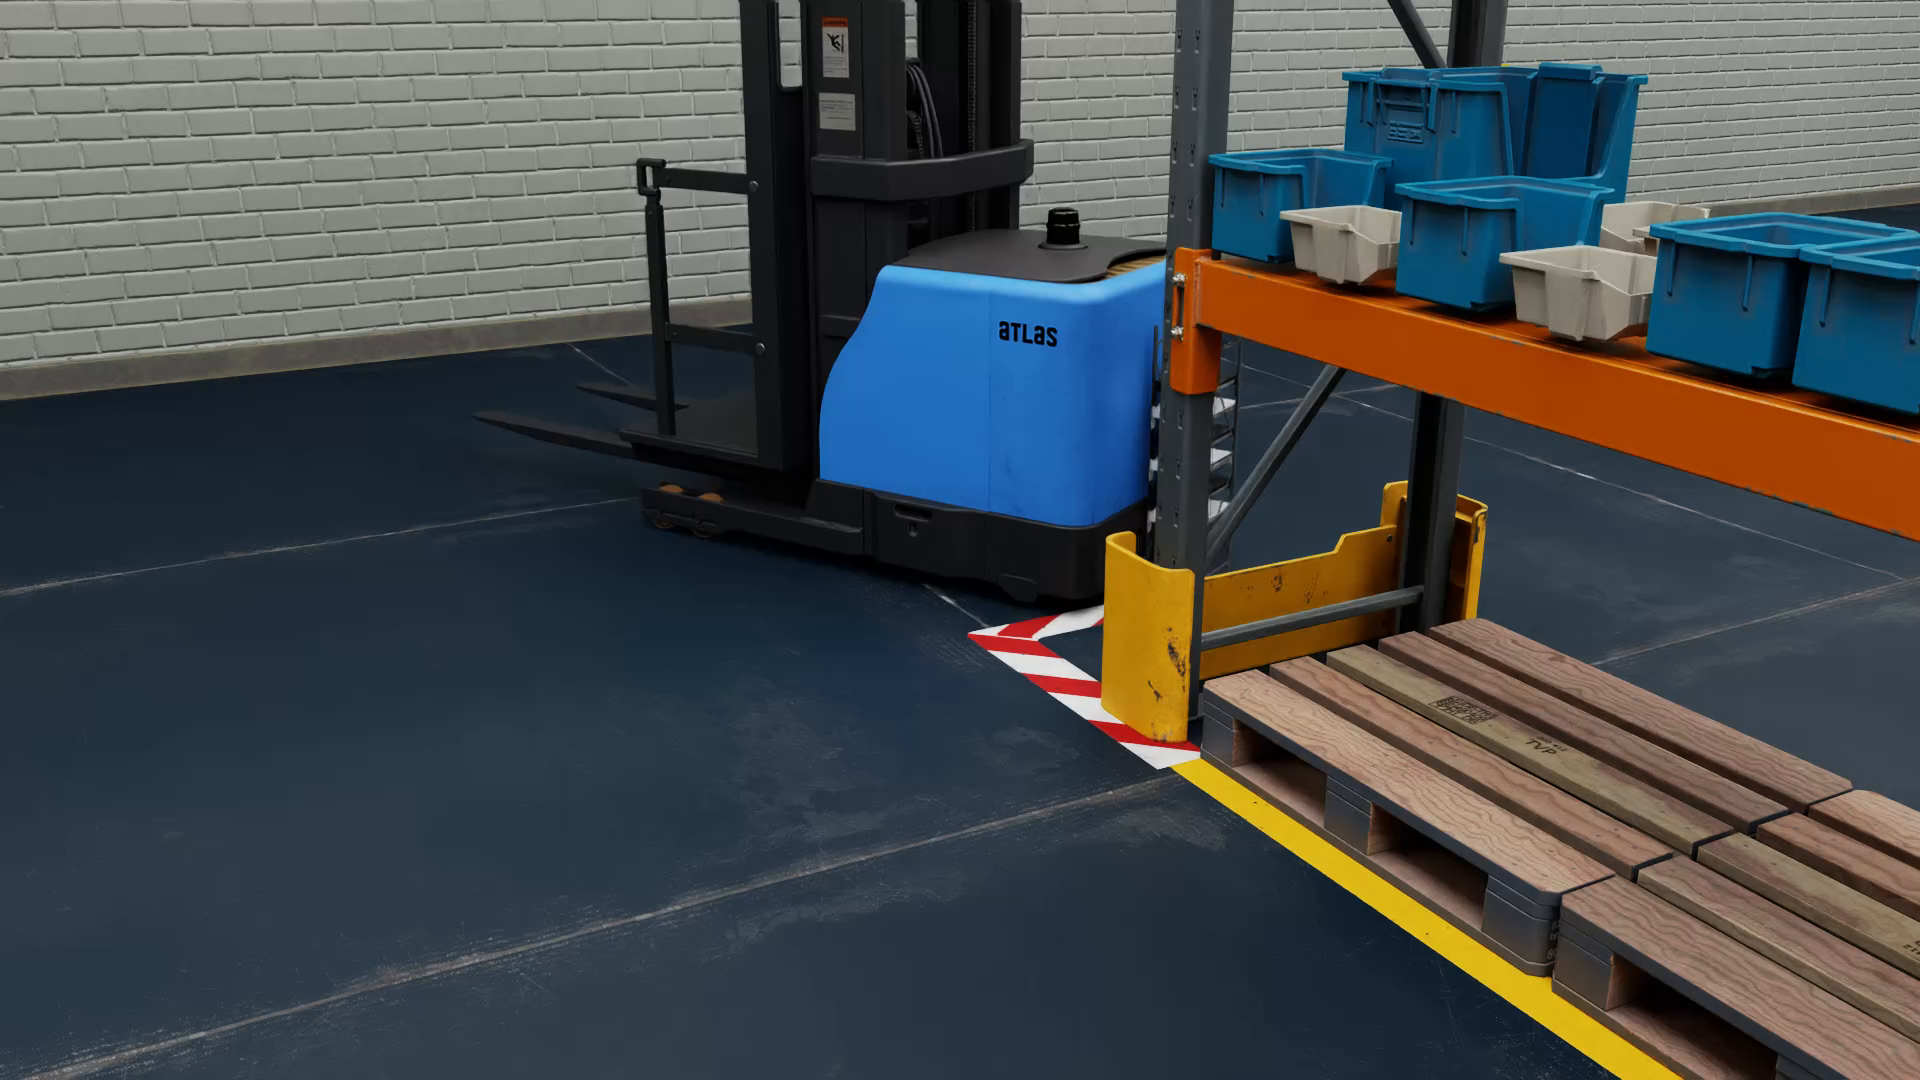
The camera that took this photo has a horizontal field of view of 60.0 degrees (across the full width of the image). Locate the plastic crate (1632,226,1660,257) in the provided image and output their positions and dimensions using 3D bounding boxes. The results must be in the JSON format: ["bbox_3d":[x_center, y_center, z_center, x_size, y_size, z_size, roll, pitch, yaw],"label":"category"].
[{"bbox_3d":[1.671,-0.603,3.592,0.396,0.136,0.243,-10,21,-27],"label":"plastic crate"}]

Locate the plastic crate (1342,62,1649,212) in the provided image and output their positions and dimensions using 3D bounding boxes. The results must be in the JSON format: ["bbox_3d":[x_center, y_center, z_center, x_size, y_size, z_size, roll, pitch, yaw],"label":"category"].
[{"bbox_3d":[1.323,-0.969,4.194,0.616,0.435,0.499,-10,21,-27],"label":"plastic crate"}]

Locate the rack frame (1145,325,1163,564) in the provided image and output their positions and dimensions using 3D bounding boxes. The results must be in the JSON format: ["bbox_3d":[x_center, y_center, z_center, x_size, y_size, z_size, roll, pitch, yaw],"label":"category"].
[{"bbox_3d":[0.695,-0.298,5.615,0.006,0.900,0.240,12,22,31],"label":"rack frame"}]

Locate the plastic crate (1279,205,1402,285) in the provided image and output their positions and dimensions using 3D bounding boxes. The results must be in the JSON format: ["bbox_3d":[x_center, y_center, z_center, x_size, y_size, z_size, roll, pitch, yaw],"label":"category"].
[{"bbox_3d":[0.906,-0.668,3.780,0.250,0.136,0.298,-10,21,-27],"label":"plastic crate"}]

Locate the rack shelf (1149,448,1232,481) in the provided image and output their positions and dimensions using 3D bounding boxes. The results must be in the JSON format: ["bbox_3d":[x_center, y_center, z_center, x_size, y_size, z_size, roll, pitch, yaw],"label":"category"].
[{"bbox_3d":[0.780,-0.249,5.575,0.200,0.077,0.258,12,22,31],"label":"rack shelf"}]

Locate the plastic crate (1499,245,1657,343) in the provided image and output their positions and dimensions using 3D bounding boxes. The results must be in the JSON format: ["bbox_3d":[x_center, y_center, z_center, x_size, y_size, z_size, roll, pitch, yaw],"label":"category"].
[{"bbox_3d":[1.228,-0.473,3.216,0.250,0.136,0.298,-10,21,-27],"label":"plastic crate"}]

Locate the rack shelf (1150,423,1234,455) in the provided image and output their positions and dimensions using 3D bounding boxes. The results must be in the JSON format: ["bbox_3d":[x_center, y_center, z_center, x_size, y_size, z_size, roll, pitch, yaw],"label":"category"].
[{"bbox_3d":[0.780,-0.334,5.545,0.200,0.077,0.258,12,22,31],"label":"rack shelf"}]

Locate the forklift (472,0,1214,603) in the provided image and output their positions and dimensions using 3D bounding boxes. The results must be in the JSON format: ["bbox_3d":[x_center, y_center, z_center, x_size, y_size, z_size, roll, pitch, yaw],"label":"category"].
[{"bbox_3d":[-0.594,-1.524,6.054,3.031,2.935,1.130,12,22,31],"label":"forklift"}]

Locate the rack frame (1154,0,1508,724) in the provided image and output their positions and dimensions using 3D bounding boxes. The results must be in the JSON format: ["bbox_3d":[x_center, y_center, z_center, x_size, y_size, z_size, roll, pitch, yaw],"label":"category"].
[{"bbox_3d":[0.999,-0.991,4.404,1.000,3.000,0.127,-10,21,-27],"label":"rack frame"}]

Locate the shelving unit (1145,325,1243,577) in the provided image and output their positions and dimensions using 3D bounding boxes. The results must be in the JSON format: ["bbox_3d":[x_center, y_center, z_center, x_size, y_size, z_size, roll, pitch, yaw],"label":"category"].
[{"bbox_3d":[0.780,-0.280,5.564,0.210,0.900,0.258,12,22,31],"label":"shelving unit"}]

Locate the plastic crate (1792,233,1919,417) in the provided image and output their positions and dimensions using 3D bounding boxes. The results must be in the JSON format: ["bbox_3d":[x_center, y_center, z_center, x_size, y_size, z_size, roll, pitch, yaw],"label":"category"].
[{"bbox_3d":[1.594,-0.354,2.723,0.416,0.233,0.300,-10,21,-27],"label":"plastic crate"}]

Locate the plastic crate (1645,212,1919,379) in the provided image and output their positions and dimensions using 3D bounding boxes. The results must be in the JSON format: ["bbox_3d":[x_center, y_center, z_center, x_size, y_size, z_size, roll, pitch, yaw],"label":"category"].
[{"bbox_3d":[1.452,-0.440,2.973,0.416,0.233,0.300,-10,21,-27],"label":"plastic crate"}]

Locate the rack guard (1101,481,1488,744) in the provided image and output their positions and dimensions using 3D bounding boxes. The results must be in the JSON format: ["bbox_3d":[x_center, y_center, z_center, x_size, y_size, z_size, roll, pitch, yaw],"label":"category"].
[{"bbox_3d":[0.976,0.186,4.826,1.175,0.500,0.348,-10,21,-27],"label":"rack guard"}]

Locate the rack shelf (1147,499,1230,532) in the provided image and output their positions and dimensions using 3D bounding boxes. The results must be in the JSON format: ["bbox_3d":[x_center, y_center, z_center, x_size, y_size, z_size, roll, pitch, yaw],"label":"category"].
[{"bbox_3d":[0.780,-0.079,5.633,0.200,0.077,0.258,12,22,31],"label":"rack shelf"}]

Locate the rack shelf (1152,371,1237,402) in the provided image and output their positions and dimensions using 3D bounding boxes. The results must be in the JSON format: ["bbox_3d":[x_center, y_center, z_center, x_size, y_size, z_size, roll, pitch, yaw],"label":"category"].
[{"bbox_3d":[0.780,-0.504,5.486,0.200,0.077,0.258,12,22,31],"label":"rack shelf"}]

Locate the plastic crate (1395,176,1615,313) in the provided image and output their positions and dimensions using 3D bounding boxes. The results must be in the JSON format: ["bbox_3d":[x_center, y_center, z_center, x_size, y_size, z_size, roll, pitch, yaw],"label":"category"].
[{"bbox_3d":[1.139,-0.629,3.521,0.416,0.233,0.300,-10,21,-27],"label":"plastic crate"}]

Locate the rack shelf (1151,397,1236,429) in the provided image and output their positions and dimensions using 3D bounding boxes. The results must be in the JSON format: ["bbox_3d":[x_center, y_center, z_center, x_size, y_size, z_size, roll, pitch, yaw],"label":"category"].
[{"bbox_3d":[0.780,-0.419,5.516,0.200,0.077,0.258,12,22,31],"label":"rack shelf"}]

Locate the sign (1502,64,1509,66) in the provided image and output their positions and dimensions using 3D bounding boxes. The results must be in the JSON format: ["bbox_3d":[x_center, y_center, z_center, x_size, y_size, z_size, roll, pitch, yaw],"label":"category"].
[{"bbox_3d":[1.476,-1.158,4.638,0.100,0.325,0.005,-10,21,-27],"label":"sign"}]

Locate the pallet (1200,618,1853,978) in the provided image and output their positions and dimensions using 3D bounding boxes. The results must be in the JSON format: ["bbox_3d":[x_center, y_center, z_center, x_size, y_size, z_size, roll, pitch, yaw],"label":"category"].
[{"bbox_3d":[1.357,0.570,4.155,1.003,0.211,1.213,-10,21,-27],"label":"pallet"}]

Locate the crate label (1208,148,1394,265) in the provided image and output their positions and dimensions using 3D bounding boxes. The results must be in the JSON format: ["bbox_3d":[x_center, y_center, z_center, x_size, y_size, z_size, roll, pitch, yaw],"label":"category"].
[{"bbox_3d":[0.827,-0.818,4.068,0.416,0.233,0.303,-10,21,-27],"label":"crate label"}]

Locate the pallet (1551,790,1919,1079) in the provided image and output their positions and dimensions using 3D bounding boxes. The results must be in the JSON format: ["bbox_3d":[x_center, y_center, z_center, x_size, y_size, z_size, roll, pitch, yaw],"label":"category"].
[{"bbox_3d":[1.932,0.920,3.142,1.003,0.211,1.213,-10,21,-27],"label":"pallet"}]

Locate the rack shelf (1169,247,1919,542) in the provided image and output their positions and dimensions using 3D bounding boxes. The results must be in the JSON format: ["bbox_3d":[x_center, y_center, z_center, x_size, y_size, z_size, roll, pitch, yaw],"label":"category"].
[{"bbox_3d":[1.949,-0.077,2.857,1.077,0.370,4.000,-10,21,-27],"label":"rack shelf"}]

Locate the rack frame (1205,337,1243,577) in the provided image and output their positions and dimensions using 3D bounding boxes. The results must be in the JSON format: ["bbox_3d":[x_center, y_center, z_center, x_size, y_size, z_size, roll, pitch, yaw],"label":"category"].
[{"bbox_3d":[0.866,-0.262,5.512,0.006,0.900,0.240,12,22,31],"label":"rack frame"}]

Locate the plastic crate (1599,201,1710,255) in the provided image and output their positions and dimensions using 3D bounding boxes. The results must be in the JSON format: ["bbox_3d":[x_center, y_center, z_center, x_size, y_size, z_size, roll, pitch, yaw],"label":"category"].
[{"bbox_3d":[1.546,-0.688,3.840,0.396,0.136,0.243,-10,21,-27],"label":"plastic crate"}]

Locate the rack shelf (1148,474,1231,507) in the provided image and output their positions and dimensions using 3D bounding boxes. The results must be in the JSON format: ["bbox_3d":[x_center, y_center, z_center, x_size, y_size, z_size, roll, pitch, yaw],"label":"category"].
[{"bbox_3d":[0.780,-0.164,5.604,0.200,0.077,0.258,12,22,31],"label":"rack shelf"}]
